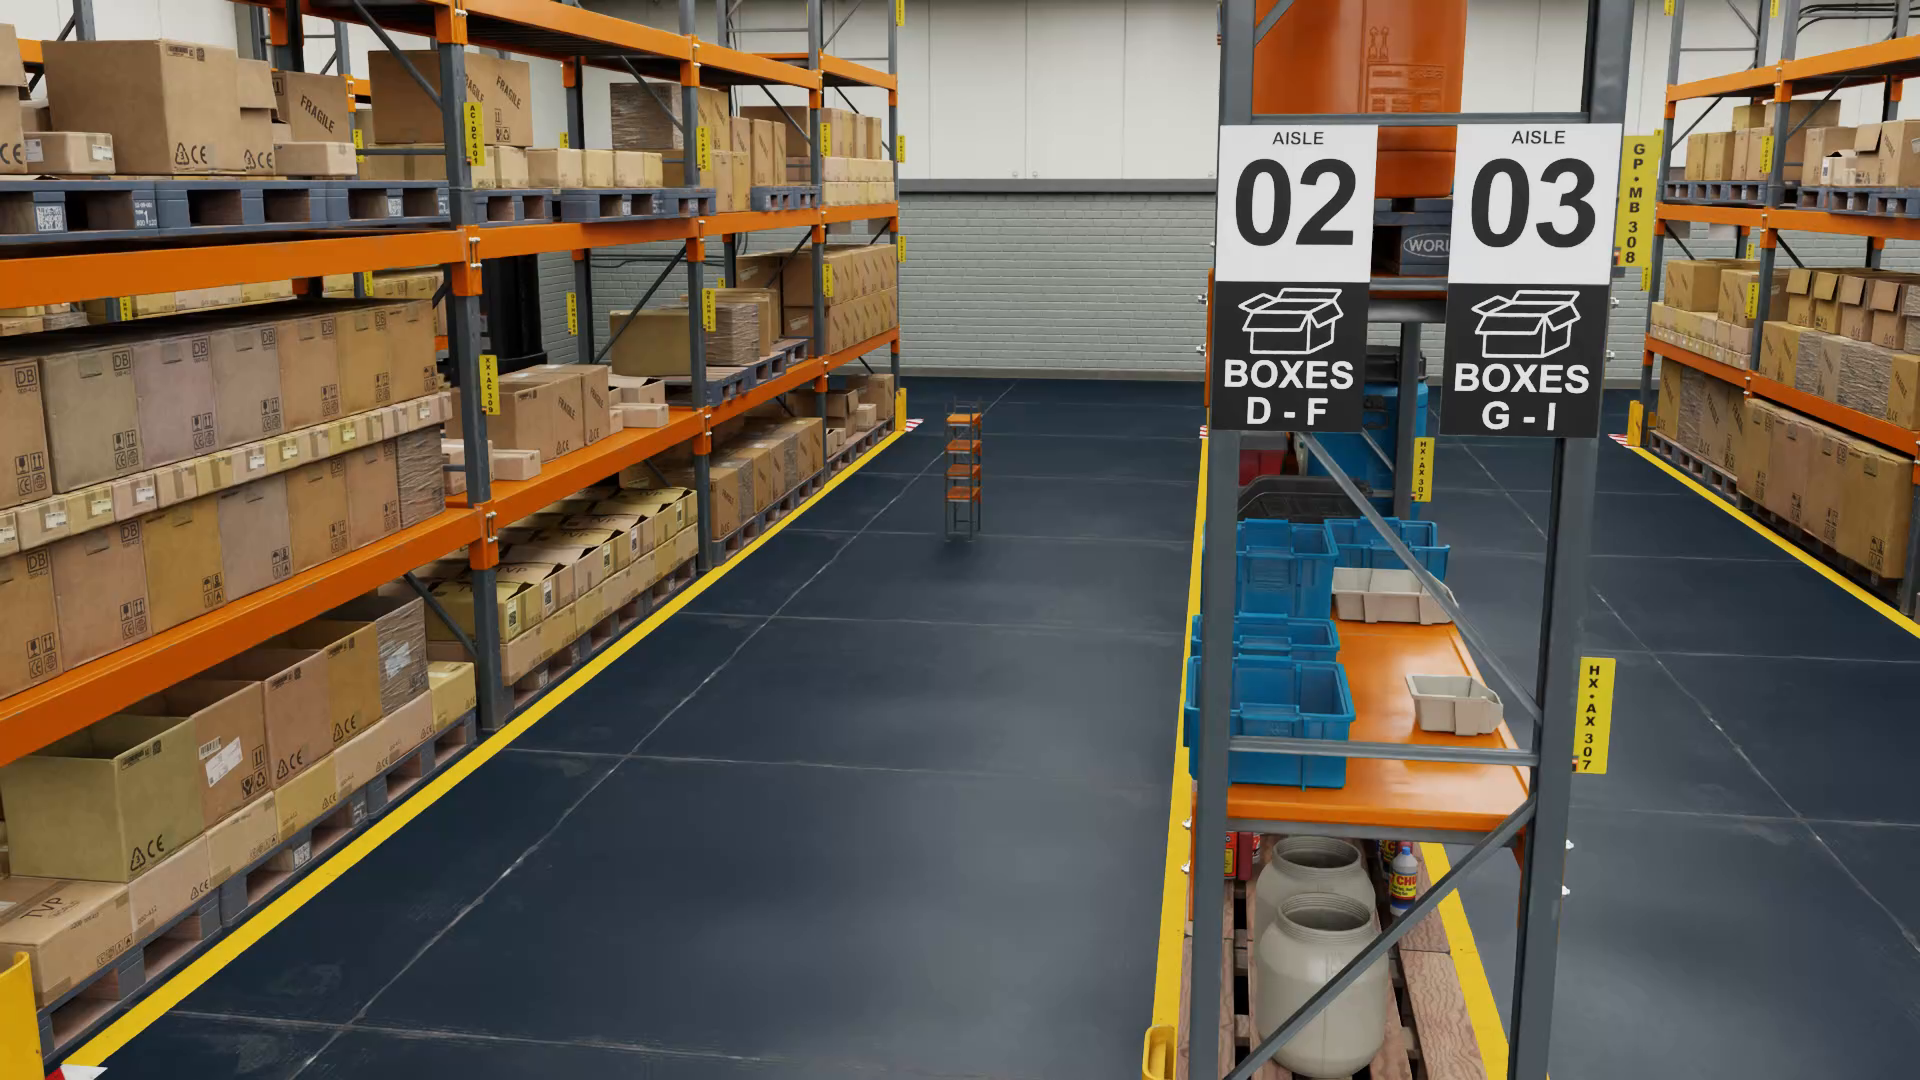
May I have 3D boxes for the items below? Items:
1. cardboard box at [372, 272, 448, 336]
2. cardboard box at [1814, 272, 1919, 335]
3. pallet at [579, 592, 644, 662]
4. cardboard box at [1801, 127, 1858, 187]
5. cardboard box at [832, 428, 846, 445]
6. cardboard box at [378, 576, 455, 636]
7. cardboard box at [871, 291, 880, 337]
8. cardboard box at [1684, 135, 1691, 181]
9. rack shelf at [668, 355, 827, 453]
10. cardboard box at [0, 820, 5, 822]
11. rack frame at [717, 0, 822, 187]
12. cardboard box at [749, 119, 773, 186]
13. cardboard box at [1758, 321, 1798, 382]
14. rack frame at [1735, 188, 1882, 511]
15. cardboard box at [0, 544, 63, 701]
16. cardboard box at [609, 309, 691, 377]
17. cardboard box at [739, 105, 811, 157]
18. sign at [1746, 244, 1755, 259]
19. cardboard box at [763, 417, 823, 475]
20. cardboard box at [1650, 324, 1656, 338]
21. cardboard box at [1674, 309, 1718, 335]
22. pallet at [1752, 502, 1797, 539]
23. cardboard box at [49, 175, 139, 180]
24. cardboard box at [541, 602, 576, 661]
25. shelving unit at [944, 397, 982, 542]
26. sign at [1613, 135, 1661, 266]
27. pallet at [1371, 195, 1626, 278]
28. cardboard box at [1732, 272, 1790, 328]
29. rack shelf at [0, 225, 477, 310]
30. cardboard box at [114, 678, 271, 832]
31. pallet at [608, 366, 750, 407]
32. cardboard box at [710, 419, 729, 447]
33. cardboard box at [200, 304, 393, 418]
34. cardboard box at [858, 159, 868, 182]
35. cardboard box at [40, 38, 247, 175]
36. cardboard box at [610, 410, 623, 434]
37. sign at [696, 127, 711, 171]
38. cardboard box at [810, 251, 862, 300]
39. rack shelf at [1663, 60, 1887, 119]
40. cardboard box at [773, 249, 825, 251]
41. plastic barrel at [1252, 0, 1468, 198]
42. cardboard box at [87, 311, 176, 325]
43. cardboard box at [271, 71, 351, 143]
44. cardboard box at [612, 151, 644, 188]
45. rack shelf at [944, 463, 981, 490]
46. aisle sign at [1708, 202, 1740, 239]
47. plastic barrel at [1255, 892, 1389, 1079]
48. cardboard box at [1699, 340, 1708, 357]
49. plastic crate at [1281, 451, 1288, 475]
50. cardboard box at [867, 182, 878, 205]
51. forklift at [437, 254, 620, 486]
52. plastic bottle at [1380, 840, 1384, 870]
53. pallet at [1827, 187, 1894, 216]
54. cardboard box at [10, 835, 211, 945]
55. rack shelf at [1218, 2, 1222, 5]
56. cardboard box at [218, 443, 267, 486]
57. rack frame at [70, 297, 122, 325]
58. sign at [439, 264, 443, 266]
[{"bbox_3d":[-6.456,-2.789,19.601,0.980,0.700,0.700,1,12,6],"label":"cardboard box"},{"bbox_3d":[7.701,-2.008,14.073,0.797,0.503,0.637,2,12,9],"label":"cardboard box"},{"bbox_3d":[-2.851,0.553,11.428,1.003,0.211,1.213,2,12,9],"label":"pallet"},{"bbox_3d":[7.828,-3.344,14.536,0.700,0.500,0.500,2,12,10],"label":"cardboard box"},{"bbox_3d":[-1.479,-1.157,18.424,0.380,0.166,0.250,2,12,9],"label":"cardboard box"},{"bbox_3d":[-3.332,0.370,9.855,0.500,0.311,0.500,2,12,9],"label":"cardboard box"},{"bbox_3d":[-1.223,-2.634,19.359,0.500,0.500,0.500,2,12,9],"label":"cardboard box"},{"bbox_3d":[8.496,-4.237,18.441,0.700,0.500,0.500,1,12,5],"label":"cardboard box"},{"bbox_3d":[-2.188,-1.298,15.106,1.077,0.370,4.000,2,12,9],"label":"rack shelf"},{"bbox_3d":[-3.795,1.241,7.147,0.500,0.250,0.500,2,12,9],"label":"cardboard box"},{"bbox_3d":[-1.880,-4.999,16.330,1.000,3.000,0.127,2,12,9],"label":"rack frame"},{"bbox_3d":[-2.111,-3.593,15.456,0.600,0.600,0.600,2,12,8],"label":"cardboard box"},{"bbox_3d":[7.590,-1.706,15.052,0.500,0.500,0.500,2,12,9],"label":"cardboard box"},{"bbox_3d":[7.908,-1.745,15.469,1.000,3.000,0.127,2,12,9],"label":"rack frame"},{"bbox_3d":[-3.641,0.286,5.809,0.700,0.500,0.500,2,12,9],"label":"cardboard box"},{"bbox_3d":[-2.510,-1.623,13.669,0.700,0.500,0.500,-2,12,-10],"label":"cardboard box"},{"bbox_3d":[-1.843,-4.173,17.005,0.700,0.500,0.500,2,12,9],"label":"cardboard box"},{"bbox_3d":[9.057,-3.239,19.091,0.100,0.325,0.005,2,12,9],"label":"sign"},{"bbox_3d":[-1.673,-0.948,16.659,0.500,0.500,0.500,2,12,8],"label":"cardboard box"},{"bbox_3d":[8.142,-2.391,19.066,0.380,0.149,0.250,2,12,9],"label":"cardboard box"},{"bbox_3d":[8.028,-2.345,17.906,0.500,0.250,0.500,1,12,7],"label":"cardboard box"},{"bbox_3d":[7.863,-0.218,15.006,1.003,0.211,1.213,2,12,9],"label":"pallet"},{"bbox_3d":[-7.374,-3.225,13.935,0.700,0.500,0.500,1,12,4],"label":"cardboard box"},{"bbox_3d":[-2.724,0.555,10.326,0.500,0.250,0.500,2,12,10],"label":"cardboard box"},{"bbox_3d":[0.025,-0.621,14.527,0.258,1.200,0.503,2,12,9],"label":"shelving unit"},{"bbox_3d":[1.711,-0.859,4.219,0.100,0.325,0.005,2,12,9],"label":"sign"},{"bbox_3d":[1.392,-0.950,5.111,1.003,0.211,1.213,2,12,9],"label":"pallet"},{"bbox_3d":[7.714,-2.288,15.859,0.500,0.500,0.500,2,12,10],"label":"cardboard box"},{"bbox_3d":[-3.418,-1.099,7.062,1.077,0.370,4.000,2,12,9],"label":"rack shelf"},{"bbox_3d":[-3.284,0.891,6.990,0.500,0.500,0.500,2,12,9],"label":"cardboard box"},{"bbox_3d":[-2.461,-1.283,13.784,1.213,0.211,1.003,2,12,9],"label":"pallet"},{"bbox_3d":[-2.426,-1.021,15.219,0.500,0.250,0.500,2,12,8],"label":"cardboard box"},{"bbox_3d":[-3.249,-0.886,8.169,0.700,0.500,0.500,2,12,9],"label":"cardboard box"},{"bbox_3d":[-1.320,-4.109,18.489,0.500,0.250,0.500,2,12,9],"label":"cardboard box"},{"bbox_3d":[-3.200,-1.694,6.548,0.500,0.500,0.500,2,12,9],"label":"cardboard box"},{"bbox_3d":[-2.636,-0.844,11.884,0.380,0.149,0.250,3,12,13],"label":"cardboard box"},{"bbox_3d":[-1.948,-2.972,12.628,0.100,0.325,0.005,2,12,9],"label":"sign"},{"bbox_3d":[-1.371,-2.907,18.254,0.500,0.500,0.500,2,12,7],"label":"cardboard box"},{"bbox_3d":[8.215,-4.546,16.887,1.077,0.370,4.000,2,12,9],"label":"rack shelf"},{"bbox_3d":[-1.826,-3.034,18.841,0.500,0.500,0.500,2,12,8],"label":"cardboard box"},{"bbox_3d":[1.117,-1.394,4.705,0.600,0.830,0.708,2,12,9],"label":"plastic barrel"},{"bbox_3d":[-7.063,-1.690,14.226,0.500,0.500,0.500,2,12,10],"label":"cardboard box"},{"bbox_3d":[-3.449,-2.094,8.402,0.500,0.500,0.500,3,13,13],"label":"cardboard box"},{"bbox_3d":[-2.572,-2.626,11.798,0.500,0.250,0.500,2,12,10],"label":"cardboard box"},{"bbox_3d":[0.025,-0.555,14.541,0.258,0.148,0.480,2,12,9],"label":"rack shelf"},{"bbox_3d":[8.830,-3.853,19.083,0.394,0.787,0.004,2,12,9],"label":"aisle sign"},{"bbox_3d":[1.194,1.464,5.487,0.421,0.512,0.421,0,12,0],"label":"plastic barrel"},{"bbox_3d":[7.828,-1.963,17.080,0.380,0.149,0.250,2,12,8],"label":"cardboard box"},{"bbox_3d":[1.772,-0.508,10.233,0.450,0.188,0.662,2,12,9],"label":"plastic crate"},{"bbox_3d":[-1.235,-3.968,19.023,0.500,0.250,0.500,2,12,9],"label":"cardboard box"},{"bbox_3d":[-4.943,-1.896,16.333,3.031,2.935,1.130,2,12,11],"label":"forklift"},{"bbox_3d":[1.823,1.252,6.996,0.097,0.271,0.097,0,12,0],"label":"plastic bottle"},{"bbox_3d":[7.508,-2.655,13.020,1.003,0.211,1.213,2,12,11],"label":"pallet"},{"bbox_3d":[-3.350,1.362,6.584,0.500,0.250,0.500,2,12,9],"label":"cardboard box"},{"bbox_3d":[2.091,-3.042,9.904,1.077,0.370,4.000,2,12,9],"label":"rack shelf"},{"bbox_3d":[-3.215,-0.329,7.123,0.380,0.149,0.250,2,12,9],"label":"cardboard box"},{"bbox_3d":[-7.391,-1.393,13.839,1.000,3.000,0.127,2,12,9],"label":"rack frame"},{"bbox_3d":[-6.708,-3.540,21.556,0.100,0.325,0.005,2,12,9],"label":"sign"}]
